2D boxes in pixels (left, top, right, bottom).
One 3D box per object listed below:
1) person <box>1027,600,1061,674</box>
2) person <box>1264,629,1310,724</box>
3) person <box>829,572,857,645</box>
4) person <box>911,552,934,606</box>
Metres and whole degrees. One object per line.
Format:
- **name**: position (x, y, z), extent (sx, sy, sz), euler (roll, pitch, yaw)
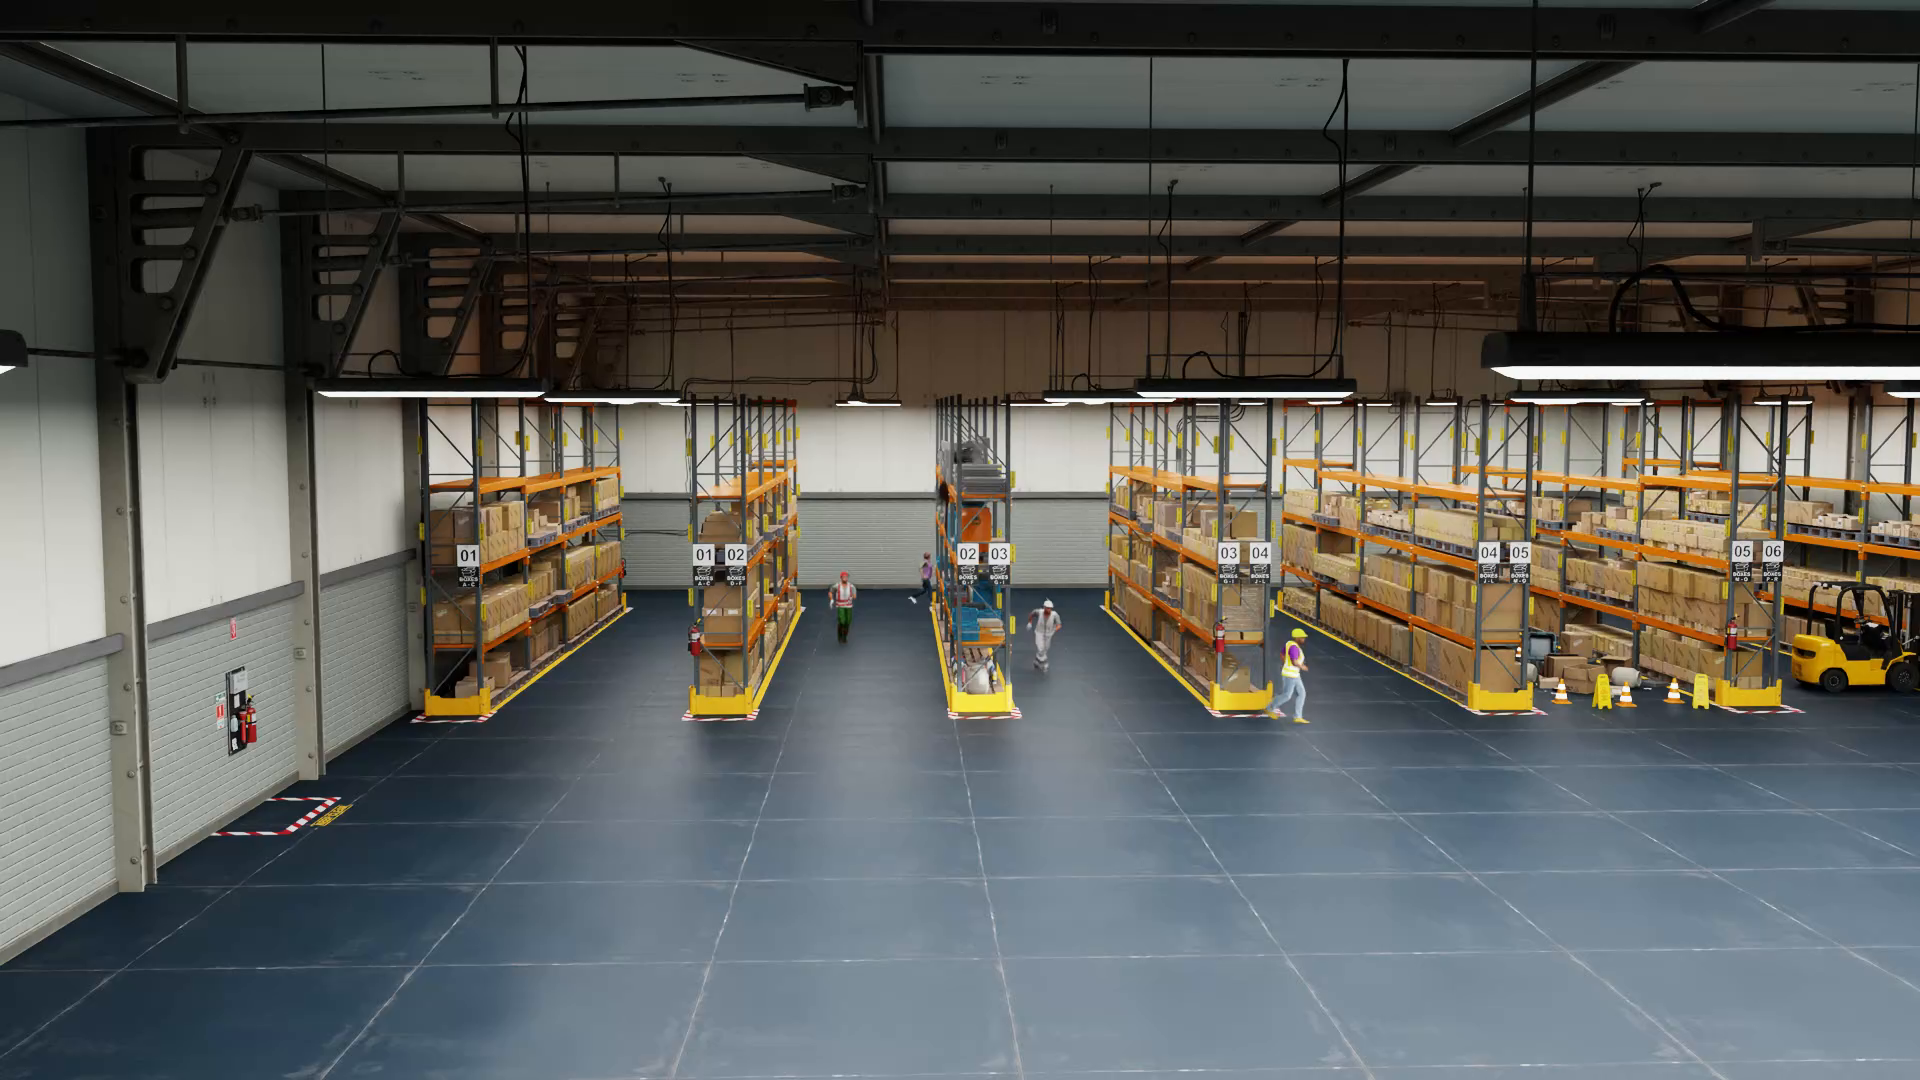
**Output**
- **person**: position (1.816, 2.058, 36.015), extent (0.684, 1.591, 1.124), euler (-1, 5, -7)
- **person**: position (5.943, 2.471, 30.214), extent (0.849, 1.737, 0.661), euler (2, 5, 18)
- **person**: position (-2.808, 1.657, 40.320), extent (0.647, 1.783, 0.700), euler (-1, 5, -18)
- **person**: position (-0.988, 1.118, 48.294), extent (0.929, 1.543, 0.547), euler (1, 5, 14)
